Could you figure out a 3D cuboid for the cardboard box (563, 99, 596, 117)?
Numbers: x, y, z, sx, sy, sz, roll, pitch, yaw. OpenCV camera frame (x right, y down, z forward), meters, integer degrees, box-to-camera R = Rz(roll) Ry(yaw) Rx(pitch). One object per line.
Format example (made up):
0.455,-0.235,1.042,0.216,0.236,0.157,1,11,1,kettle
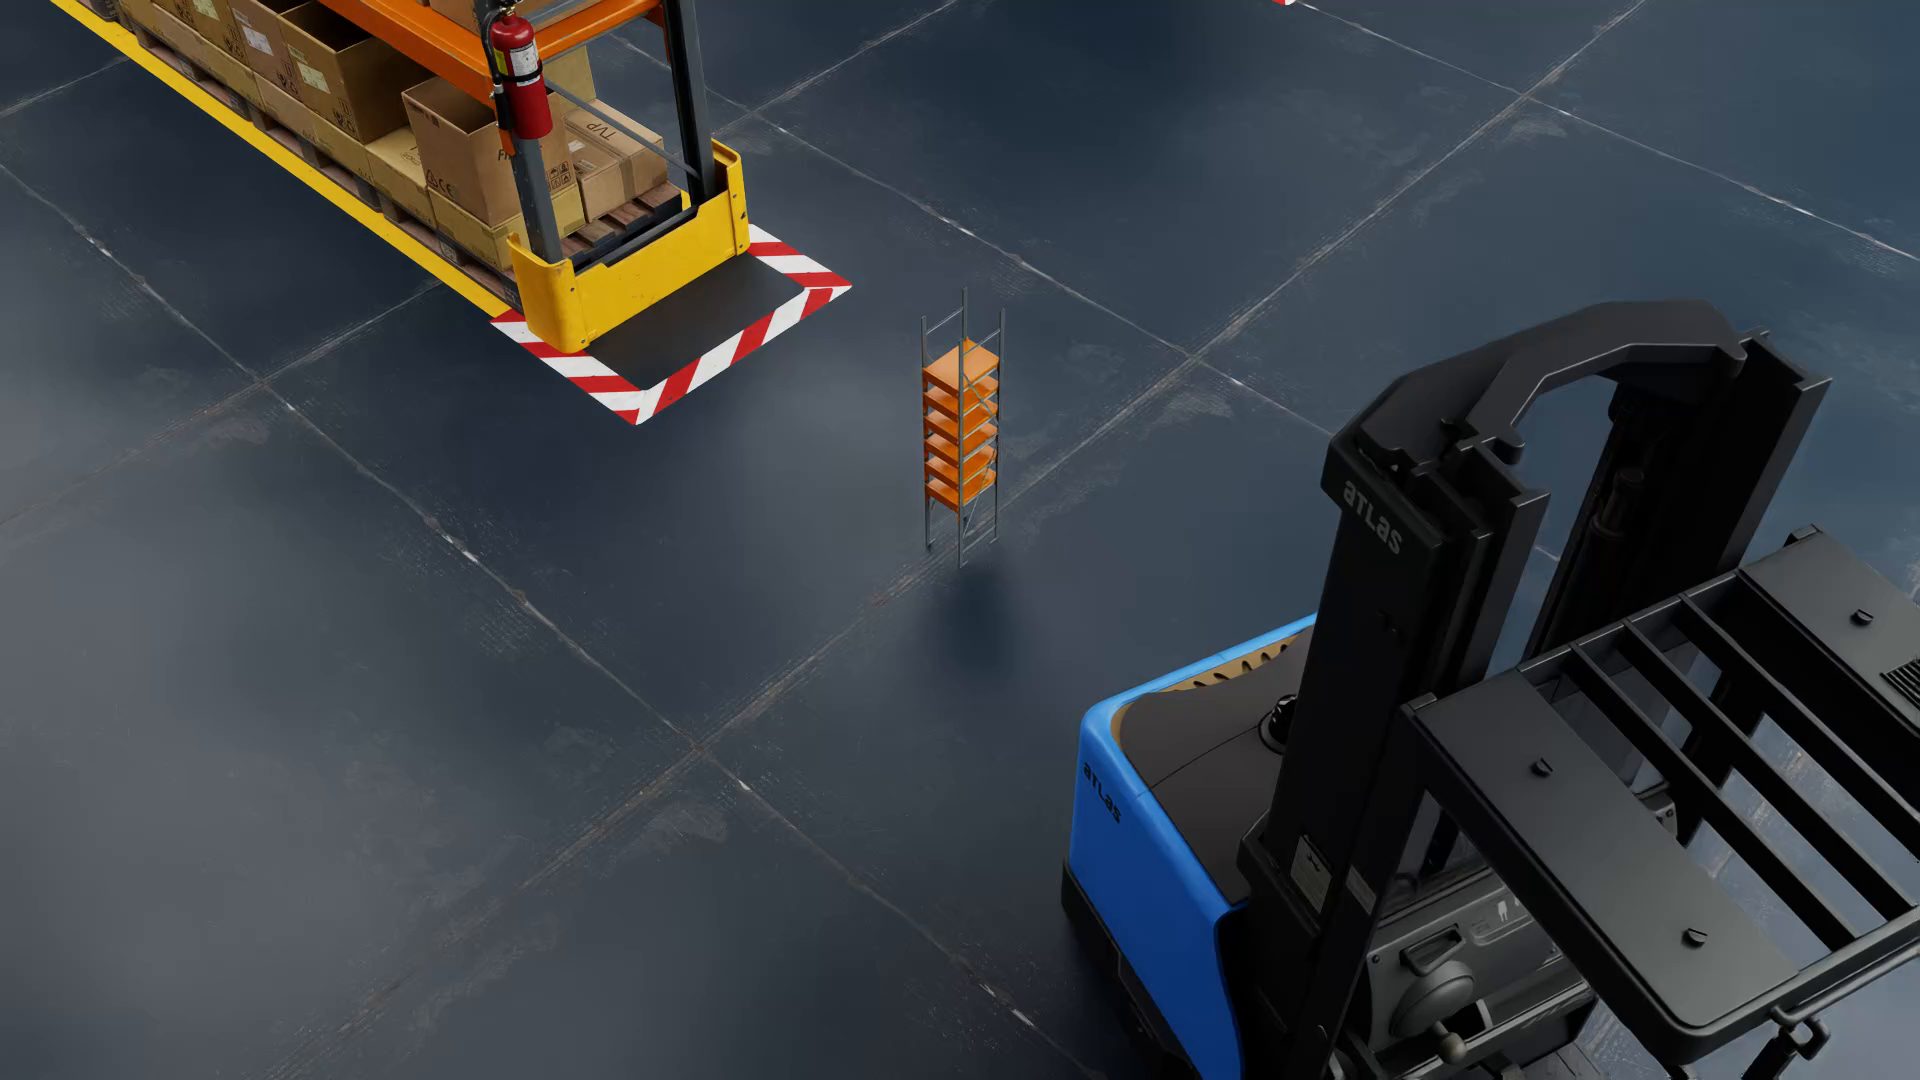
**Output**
-2.164,-2.107,8.377,0.500,0.250,0.500,34,55,28,cardboard box

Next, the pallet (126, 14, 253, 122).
-3.934,-2.882,9.420,1.213,0.211,1.003,34,55,28,pallet

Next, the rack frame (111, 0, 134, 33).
-4.490,-4.252,8.794,0.127,3.000,1.000,34,55,28,rack frame

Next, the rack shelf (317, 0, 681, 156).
-3.021,-3.017,8.127,4.000,0.370,1.077,34,55,28,rack shelf

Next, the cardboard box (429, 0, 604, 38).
-1.885,-2.546,7.123,0.500,0.500,0.700,34,55,28,cardboard box

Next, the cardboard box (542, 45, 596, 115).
-2.163,-2.364,8.105,0.500,0.500,0.500,34,55,28,cardboard box

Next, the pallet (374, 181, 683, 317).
-2.141,-1.676,8.287,1.213,0.211,1.003,34,55,28,pallet

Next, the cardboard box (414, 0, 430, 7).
-2.274,-2.804,7.365,0.500,0.500,0.700,35,56,29,cardboard box

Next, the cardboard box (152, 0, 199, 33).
-3.989,-3.072,8.769,0.500,0.500,0.500,34,55,28,cardboard box

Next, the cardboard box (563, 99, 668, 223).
-1.794,-1.861,8.147,0.500,0.250,0.500,34,55,28,cardboard box

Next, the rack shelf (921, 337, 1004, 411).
0.011,-0.620,6.184,0.180,0.103,0.258,34,55,28,rack shelf

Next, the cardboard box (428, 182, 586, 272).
-2.145,-1.584,7.886,0.500,0.250,0.500,34,55,28,cardboard box

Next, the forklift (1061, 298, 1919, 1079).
1.452,1.039,3.872,1.130,2.935,3.031,-20,50,-18,forklift

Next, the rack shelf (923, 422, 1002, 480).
0.011,-0.373,6.447,0.180,0.103,0.258,34,55,28,rack shelf

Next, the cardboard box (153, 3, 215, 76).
-3.991,-2.813,9.040,0.500,0.250,0.500,34,55,28,cardboard box

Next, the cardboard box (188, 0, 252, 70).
-3.627,-2.820,8.533,0.500,0.500,0.500,34,55,28,cardboard box

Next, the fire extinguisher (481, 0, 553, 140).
-1.779,-1.941,6.676,0.183,0.674,0.296,34,55,28,fire extinguisher

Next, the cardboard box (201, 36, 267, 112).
-3.627,-2.563,8.806,0.500,0.250,0.500,34,55,28,cardboard box

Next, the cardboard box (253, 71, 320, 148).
-3.256,-2.319,8.577,0.500,0.250,0.500,34,55,28,cardboard box

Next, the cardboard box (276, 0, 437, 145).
-2.892,-2.326,8.069,0.500,0.500,0.500,34,55,28,cardboard box

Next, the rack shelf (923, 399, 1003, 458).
0.011,-0.455,6.359,0.180,0.103,0.258,34,55,28,rack shelf

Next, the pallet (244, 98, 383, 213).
-3.033,-2.279,8.853,1.213,0.211,1.003,34,55,28,pallet

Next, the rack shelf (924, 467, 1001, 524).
0.011,-0.209,6.622,0.180,0.103,0.258,34,55,28,rack shelf

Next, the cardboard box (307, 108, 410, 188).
-2.889,-2.071,8.344,0.500,0.250,0.500,34,55,28,cardboard box

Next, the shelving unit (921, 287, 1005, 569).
0.011,-0.404,6.414,0.189,1.200,0.258,34,55,28,shelving unit

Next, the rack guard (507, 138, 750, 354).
-1.533,-1.407,7.837,0.348,0.500,1.175,34,55,28,rack guard

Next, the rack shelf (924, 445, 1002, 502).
0.011,-0.291,6.534,0.180,0.103,0.258,34,55,28,rack shelf

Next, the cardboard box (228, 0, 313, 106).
-3.258,-2.574,8.301,0.500,0.500,0.500,34,55,28,cardboard box

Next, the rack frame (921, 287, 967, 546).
-0.057,-0.449,6.457,0.006,1.200,0.240,34,55,28,rack frame

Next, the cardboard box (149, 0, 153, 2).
-4.362,-3.315,8.997,0.500,0.500,0.500,34,55,28,cardboard box

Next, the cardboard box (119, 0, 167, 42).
-4.355,-3.063,9.275,0.500,0.250,0.500,34,55,28,cardboard box

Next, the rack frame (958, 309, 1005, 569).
0.078,-0.358,6.372,0.006,1.200,0.240,34,55,28,rack frame

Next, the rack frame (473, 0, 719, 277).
-1.551,-2.275,6.937,0.127,3.000,1.000,34,55,28,rack frame

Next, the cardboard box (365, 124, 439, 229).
-2.521,-1.825,8.112,0.500,0.250,0.500,34,55,28,cardboard box

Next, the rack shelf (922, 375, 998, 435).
0.011,-0.537,6.272,0.180,0.103,0.258,34,55,28,rack shelf

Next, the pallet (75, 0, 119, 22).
-5.058,-3.641,10.133,1.213,0.211,1.003,34,55,28,pallet

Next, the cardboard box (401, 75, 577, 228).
-2.147,-1.840,7.612,0.500,0.500,0.500,34,55,28,cardboard box
